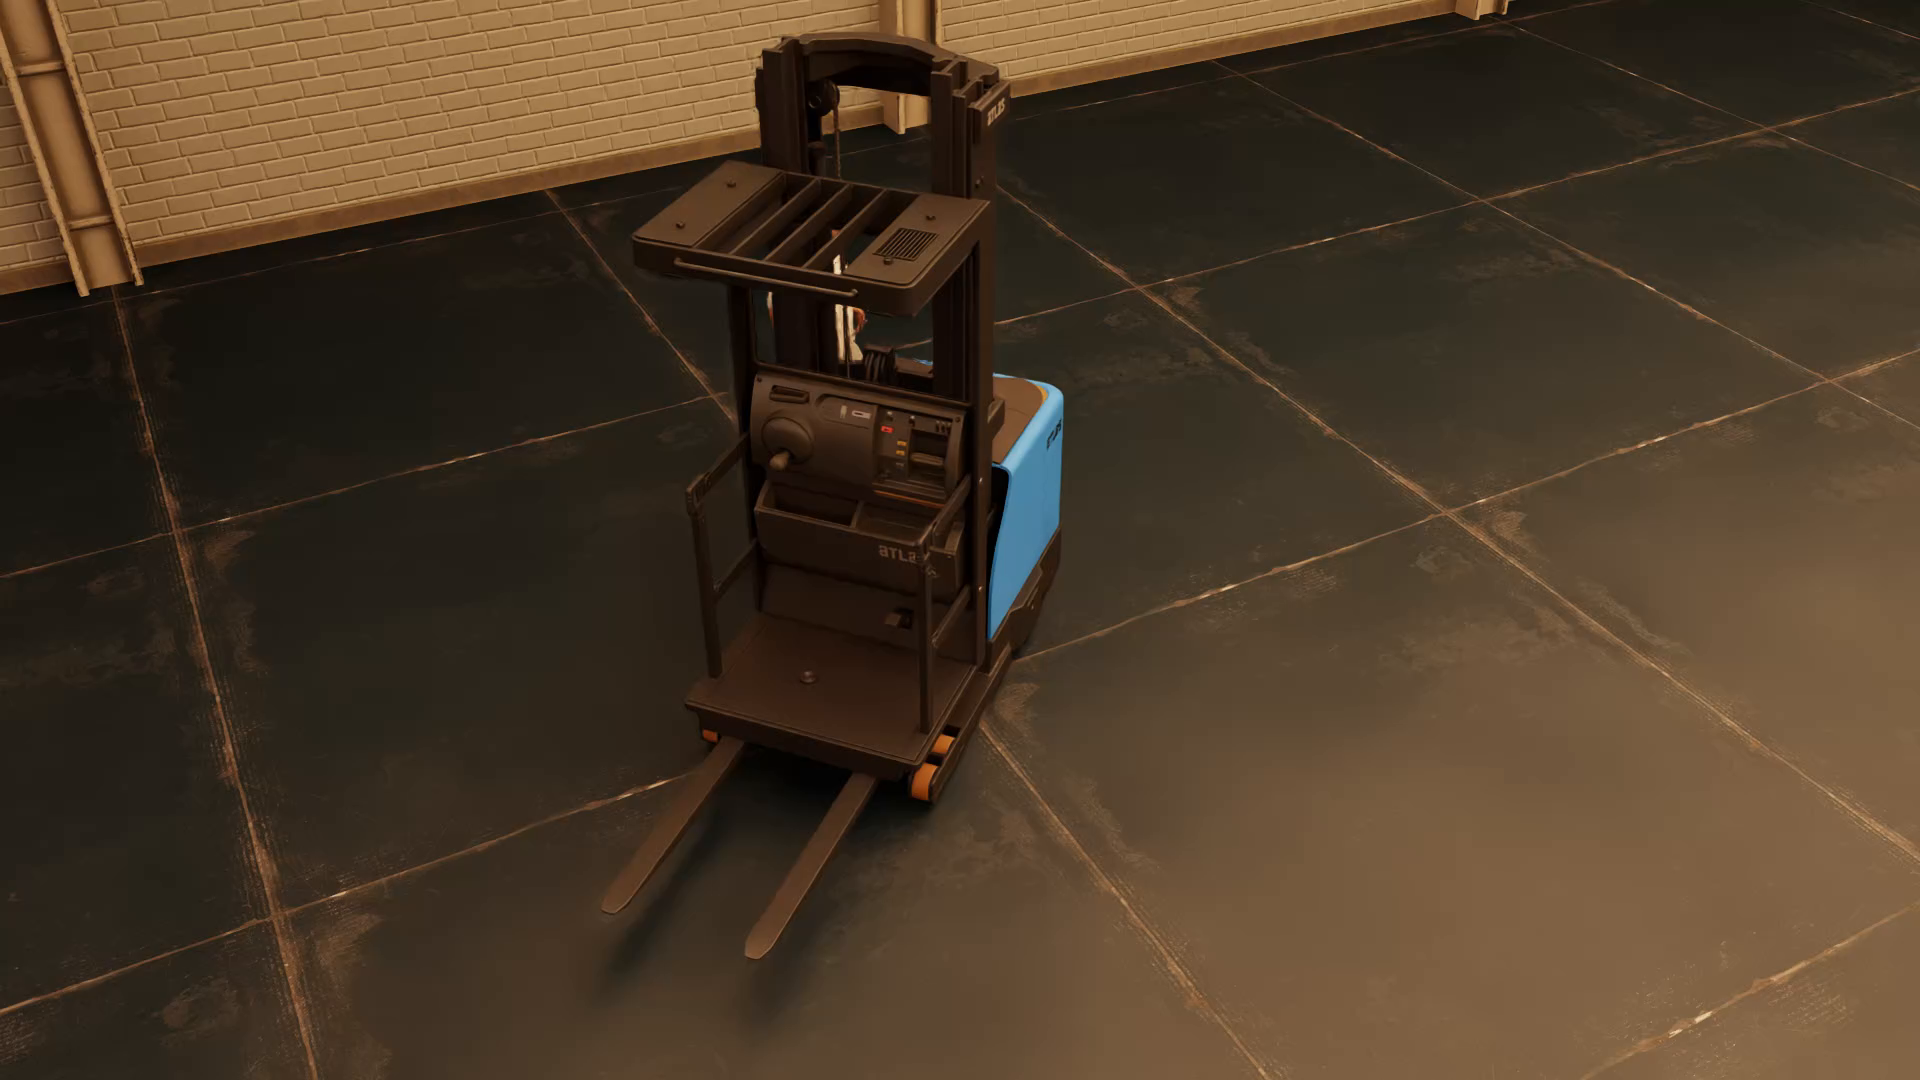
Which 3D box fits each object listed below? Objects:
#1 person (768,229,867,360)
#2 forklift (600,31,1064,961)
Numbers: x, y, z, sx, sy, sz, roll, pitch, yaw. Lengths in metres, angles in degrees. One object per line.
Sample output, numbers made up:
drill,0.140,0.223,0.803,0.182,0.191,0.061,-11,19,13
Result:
person,-0.673,-1.018,8.614,0.499,1.715,0.839,10,36,13
forklift,-0.503,-0.358,6.629,1.130,2.935,3.031,13,37,17
